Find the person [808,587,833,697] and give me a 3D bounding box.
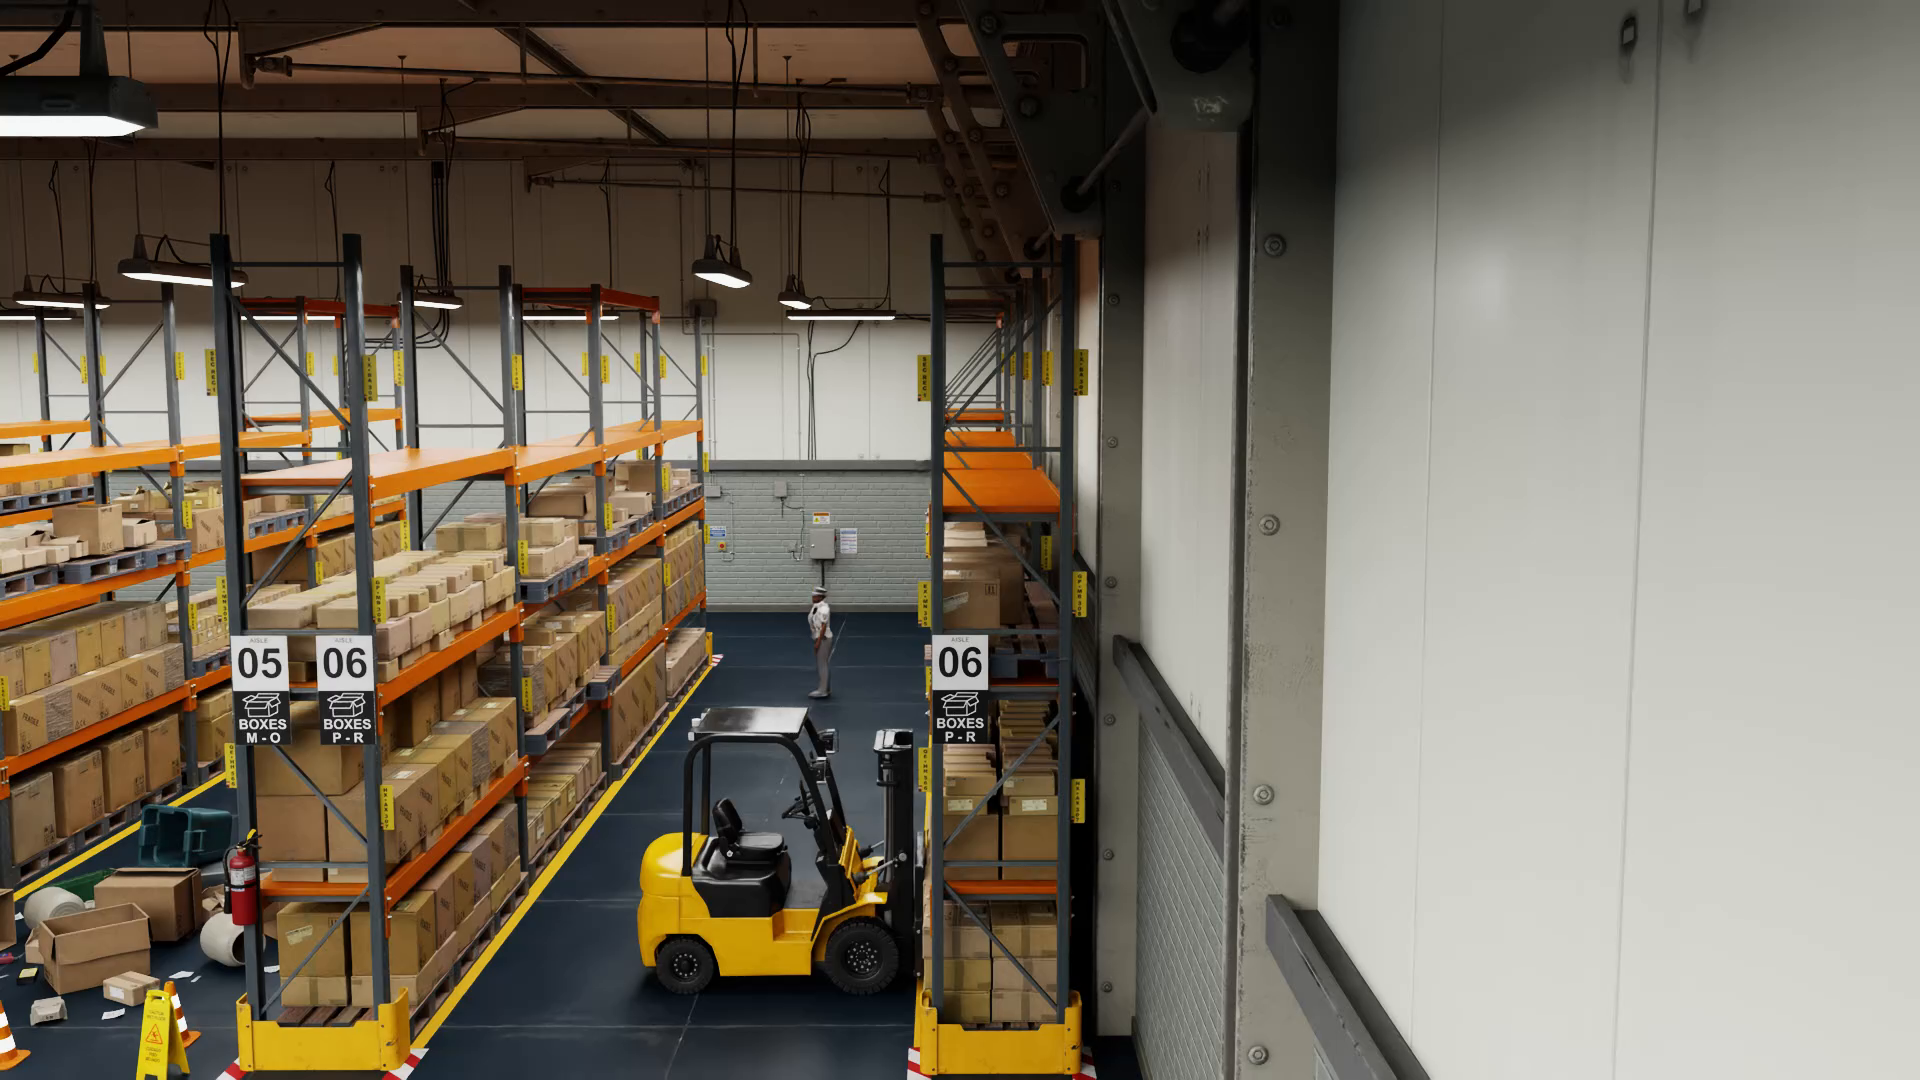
[{"bbox_3d":[-2.135,1.539,25.259,0.393,1.687,0.458,-2,7,-18],"label":"person"}]
